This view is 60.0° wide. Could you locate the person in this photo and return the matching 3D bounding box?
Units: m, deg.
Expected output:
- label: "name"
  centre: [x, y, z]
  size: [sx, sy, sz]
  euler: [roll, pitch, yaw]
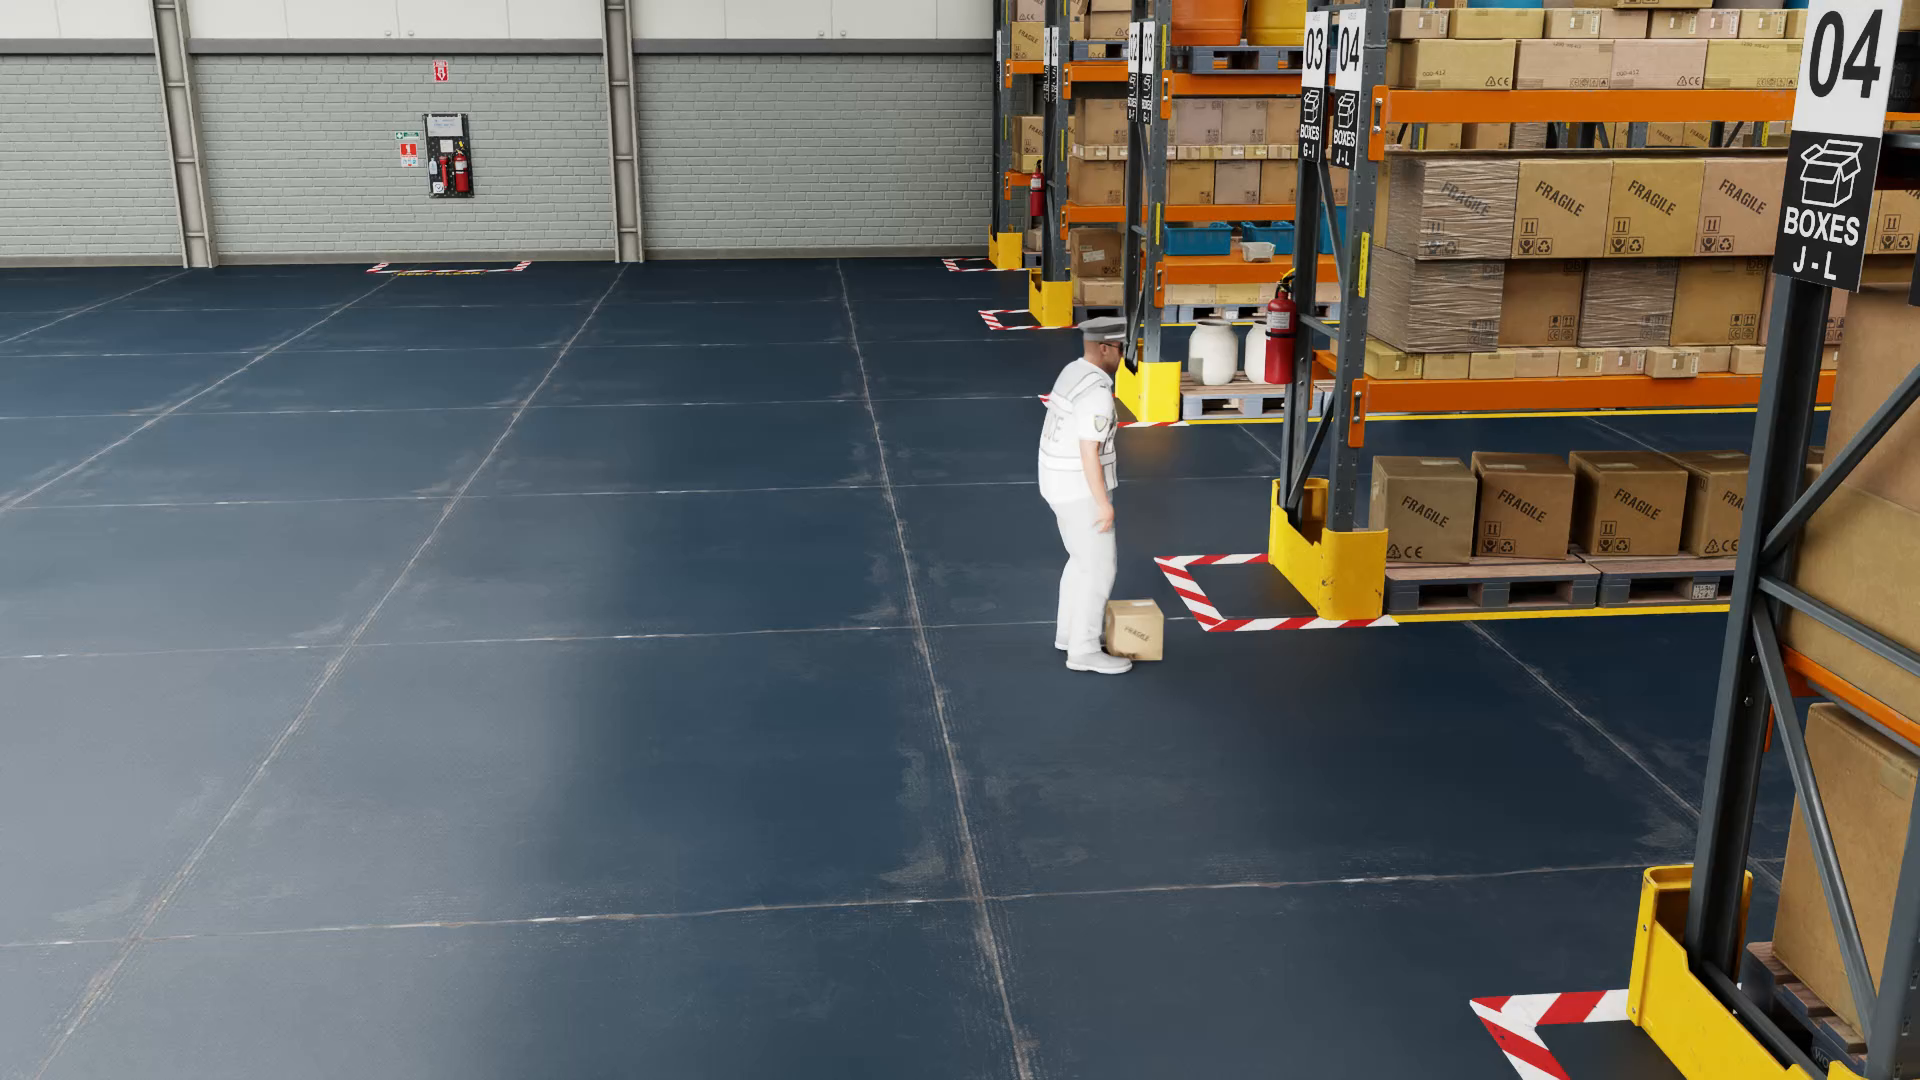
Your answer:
- label: "person"
  centre: [0.621, -0.241, 8.335]
  size: [0.436, 1.746, 0.590]
  euler: [-2, 17, -8]
